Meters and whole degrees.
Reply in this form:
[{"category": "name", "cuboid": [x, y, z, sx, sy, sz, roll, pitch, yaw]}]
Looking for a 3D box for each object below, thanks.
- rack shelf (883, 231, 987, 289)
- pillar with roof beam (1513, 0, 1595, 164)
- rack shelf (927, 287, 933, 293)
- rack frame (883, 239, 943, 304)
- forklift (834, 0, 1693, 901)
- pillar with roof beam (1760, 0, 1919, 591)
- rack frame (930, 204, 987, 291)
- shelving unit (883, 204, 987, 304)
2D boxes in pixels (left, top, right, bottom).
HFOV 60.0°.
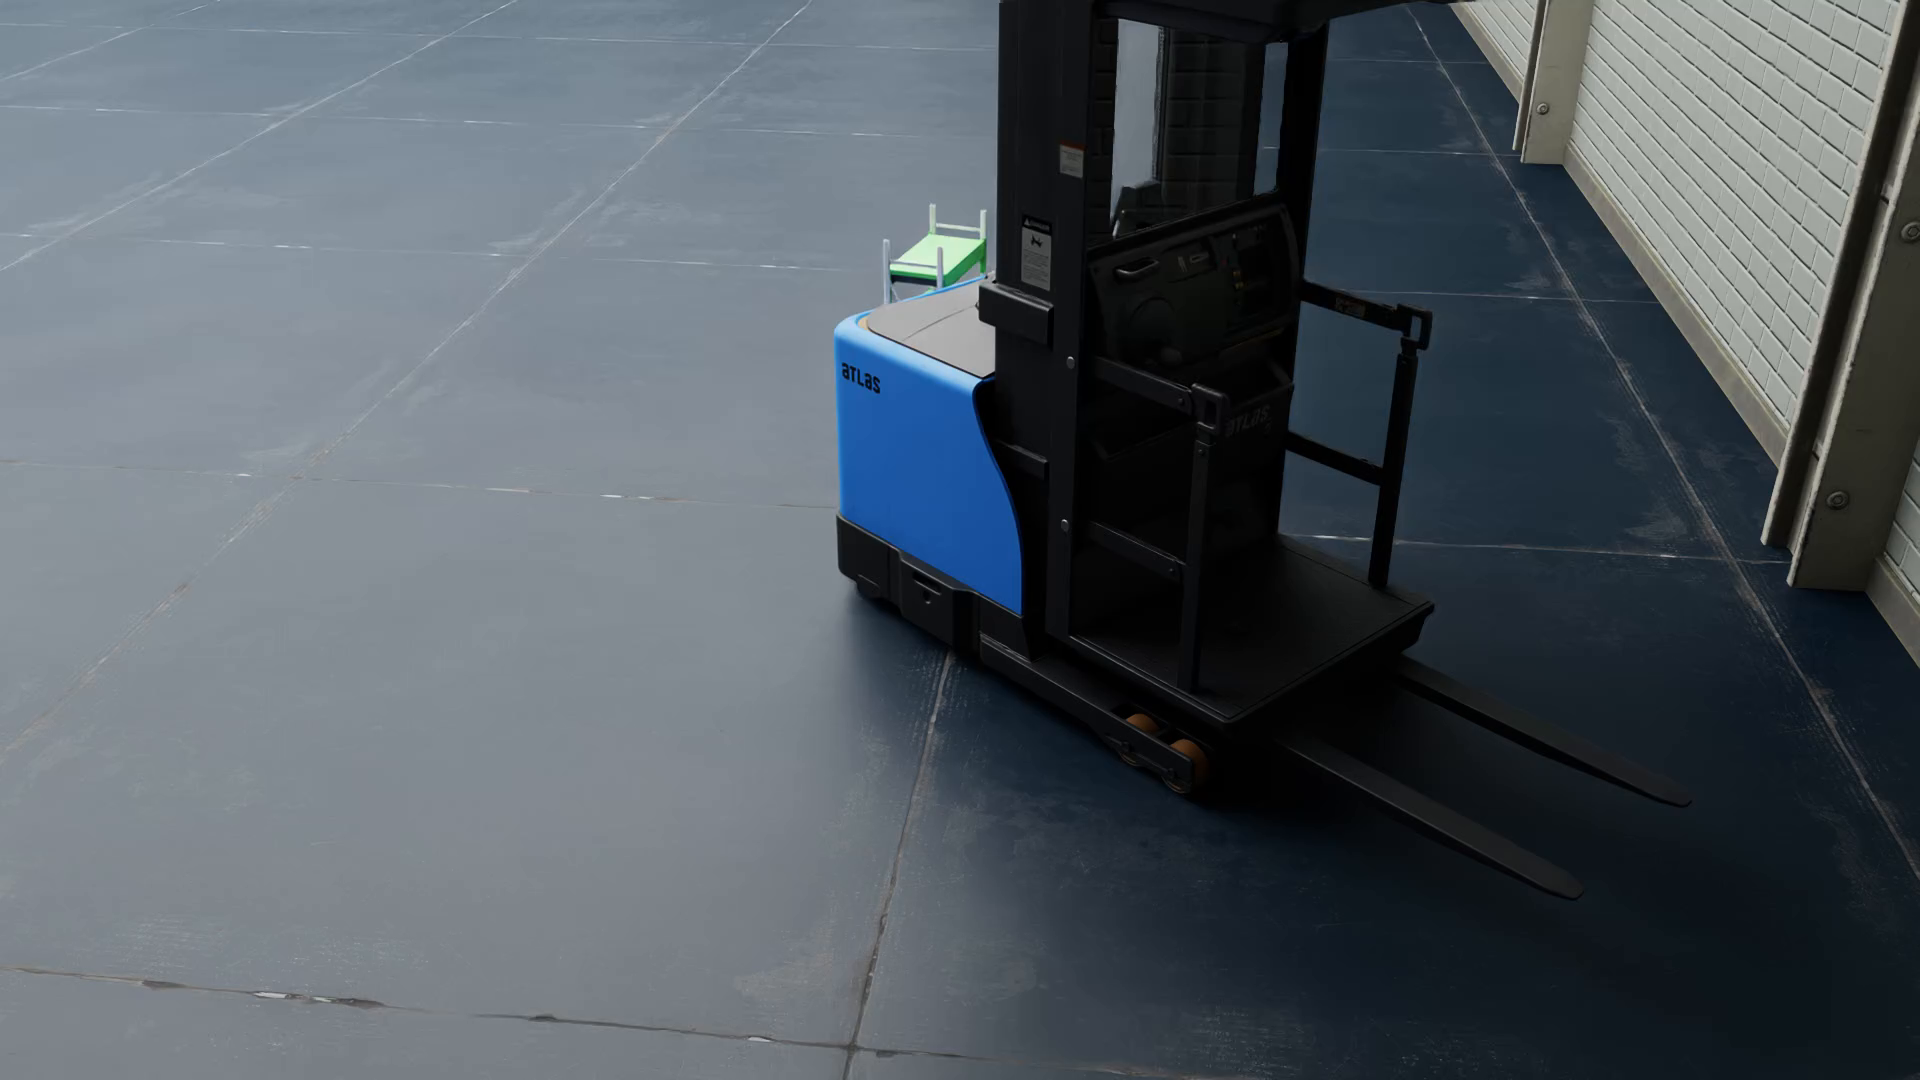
[{"category": "rack shelf", "cuboid": [-0.093, -1.072, 6.597, 0.258, 0.148, 0.480, 10, 30, 18]}, {"category": "pillar with roof beam", "cuboid": [-0.156, -6.940, 10.143, 9.100, 9.000, 0.400, 3, 28, 6]}, {"category": "rack shelf", "cuboid": [-0.093, -0.860, 6.711, 0.258, 0.148, 0.480, 10, 30, 18]}, {"category": "rack frame", "cuboid": [-0.178, -0.597, 6.593, 0.240, 1.200, 0.015, 10, 30, 18]}, {"category": "forklift", "cuboid": [0.890, -0.764, 5.077, 1.130, 2.935, 3.031, -23, 36, -36]}, {"category": "pillar with roof beam", "cuboid": [-0.891, -4.115, 4.901, 9.100, 9.000, 0.400, 3, 28, 6]}, {"category": "rack frame", "cuboid": [-0.008, -0.814, 6.995, 0.240, 1.200, 0.015, 10, 30, 18]}, {"category": "shelving unit", "cuboid": [-0.093, -0.705, 6.794, 0.258, 1.200, 0.503, 10, 30, 18]}]
